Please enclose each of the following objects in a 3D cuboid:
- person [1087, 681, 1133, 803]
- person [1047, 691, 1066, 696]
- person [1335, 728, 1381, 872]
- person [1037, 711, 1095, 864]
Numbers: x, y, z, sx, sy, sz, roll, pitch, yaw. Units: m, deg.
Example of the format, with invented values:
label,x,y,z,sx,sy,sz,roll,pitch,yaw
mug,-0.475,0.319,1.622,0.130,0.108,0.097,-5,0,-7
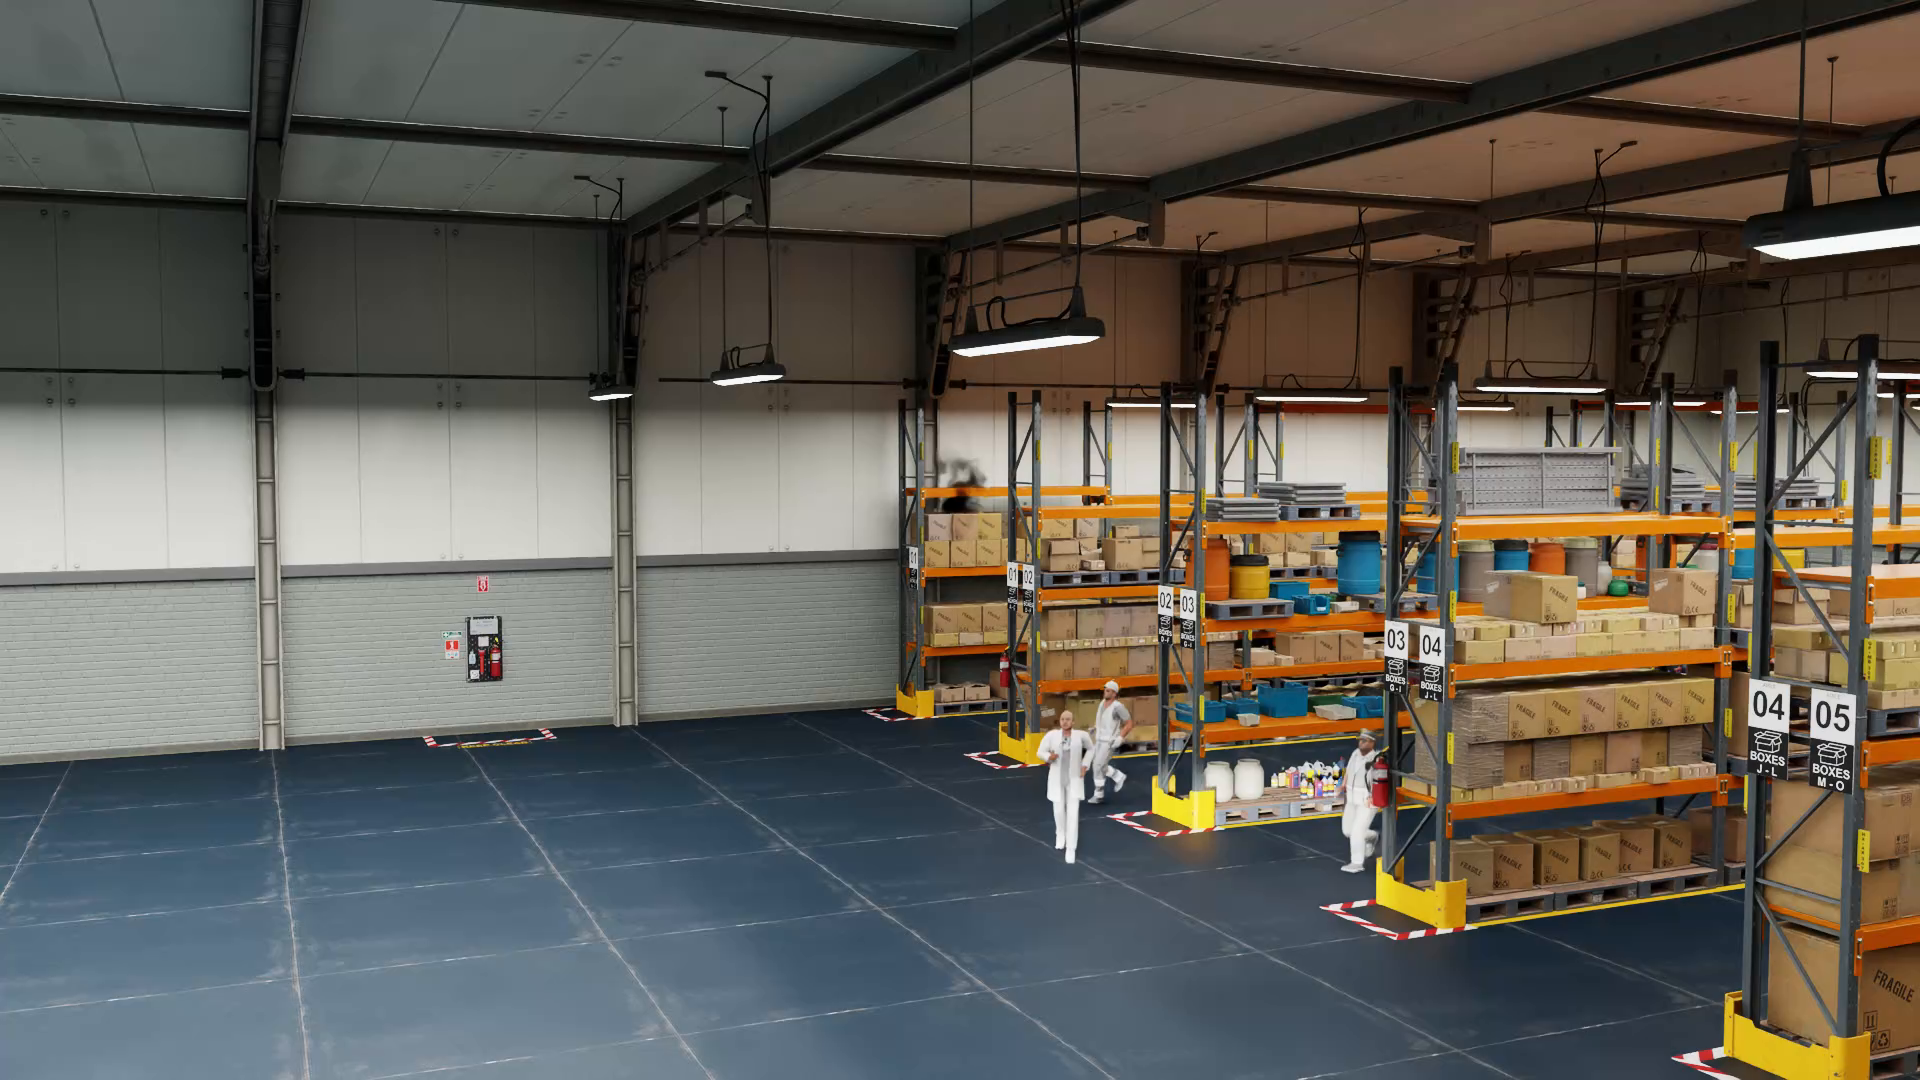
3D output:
label,x,y,z,sx,sy,sz,roll,pitch,yaw
person,2.129,2.889,23.886,0.743,1.731,0.684,-2,4,-32
person,1.734,2.641,29.191,0.566,1.619,0.577,-2,4,-26
person,4.916,3.116,20.062,0.712,1.729,0.681,-2,4,-34
person,1.310,3.041,20.797,0.710,1.819,0.922,1,3,12
